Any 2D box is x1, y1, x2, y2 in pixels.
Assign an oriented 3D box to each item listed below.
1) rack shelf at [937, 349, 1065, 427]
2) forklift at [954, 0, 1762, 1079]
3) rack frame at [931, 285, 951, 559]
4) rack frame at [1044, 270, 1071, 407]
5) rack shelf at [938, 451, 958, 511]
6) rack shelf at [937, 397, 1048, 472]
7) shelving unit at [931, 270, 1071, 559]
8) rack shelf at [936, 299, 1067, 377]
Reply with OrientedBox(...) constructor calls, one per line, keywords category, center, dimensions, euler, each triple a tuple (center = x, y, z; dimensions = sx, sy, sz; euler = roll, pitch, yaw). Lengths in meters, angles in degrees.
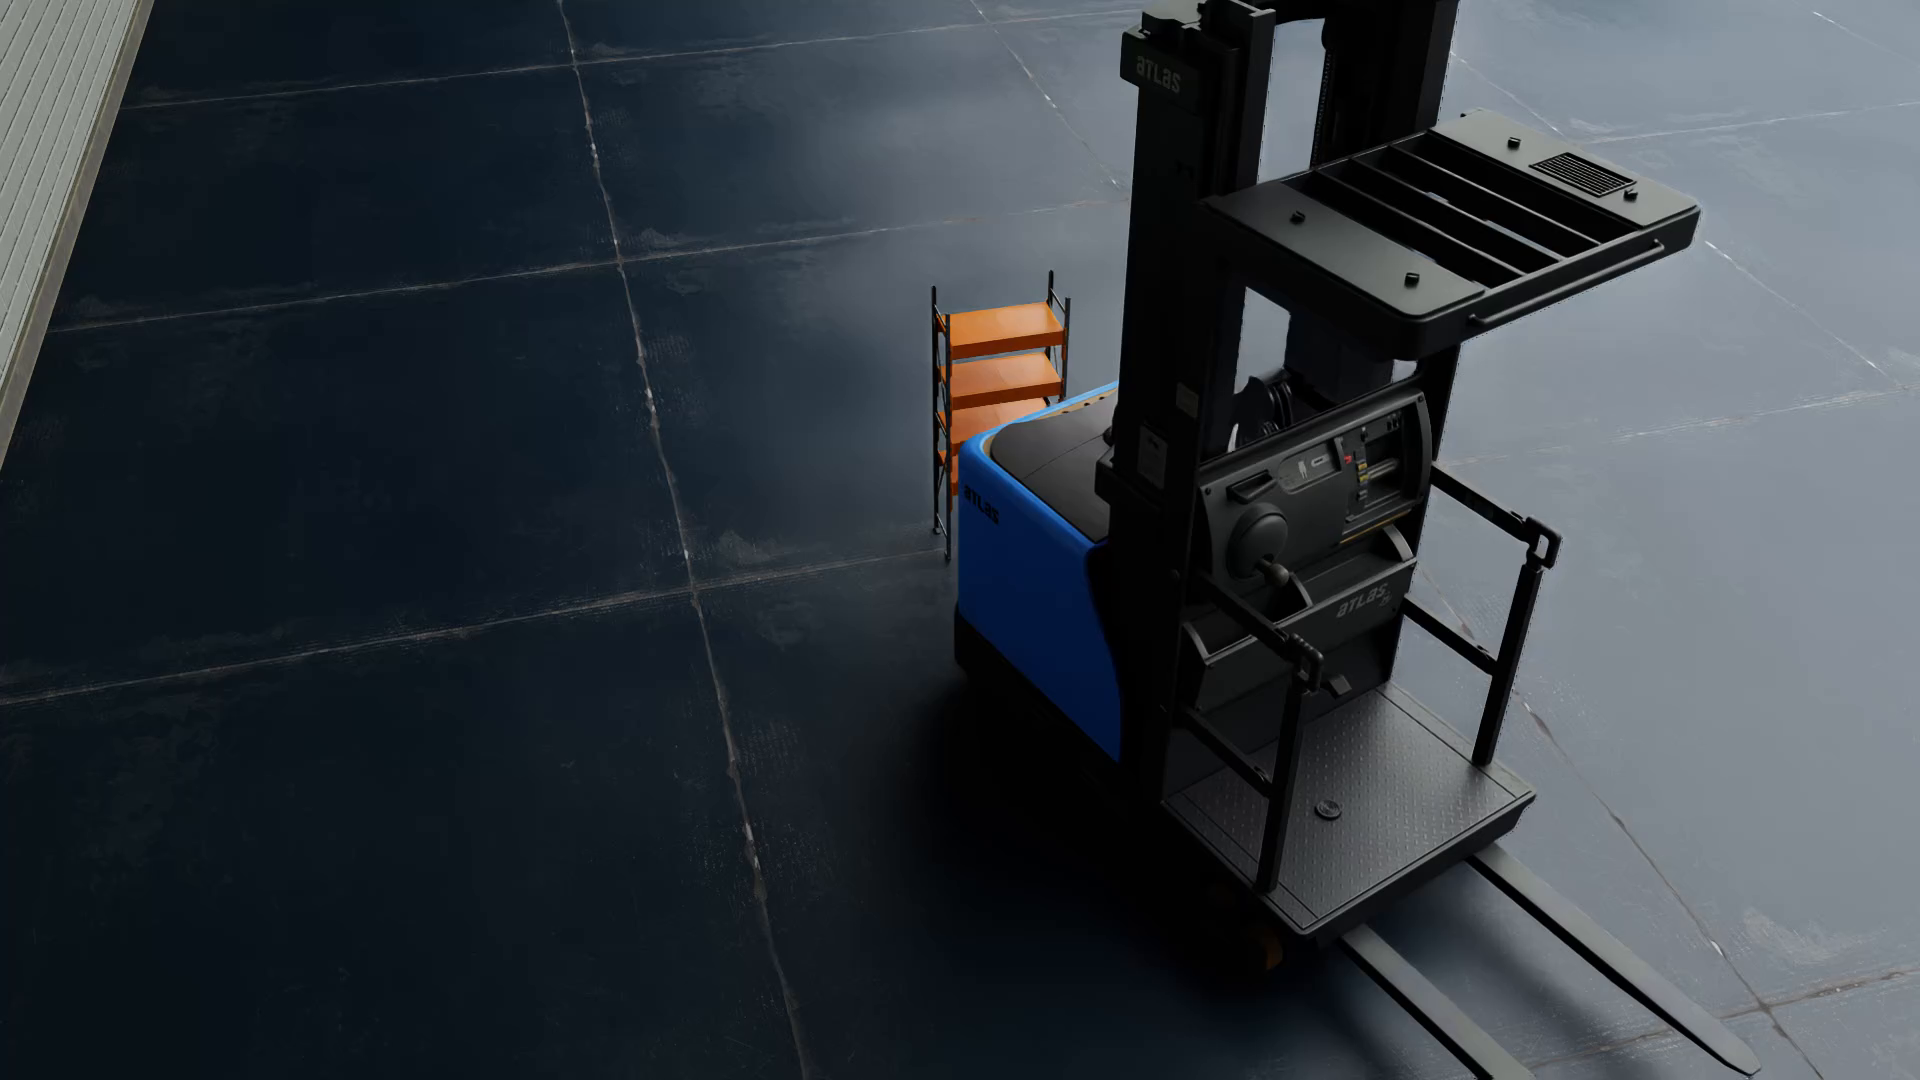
OrientedBox(category="rack shelf", center=(0.160, -0.627, 6.825), dimensions=(0.480, 0.148, 0.258), euler=(-9, 38, -12))
OrientedBox(category="forklift", center=(1.222, -0.092, 4.957), dimensions=(1.130, 2.935, 3.031), euler=(-23, 43, -27))
OrientedBox(category="rack frame", center=(-0.076, -0.464, 6.869), dimensions=(0.015, 1.200, 0.240), euler=(-9, 38, -12))
OrientedBox(category="rack frame", center=(0.395, -0.541, 6.970), dimensions=(0.015, 1.200, 0.240), euler=(-9, 38, -12))
OrientedBox(category="rack shelf", center=(0.160, -0.292, 7.081), dimensions=(0.480, 0.148, 0.258), euler=(-9, 38, -12))
OrientedBox(category="rack shelf", center=(0.160, -0.449, 6.961), dimensions=(0.480, 0.148, 0.258), euler=(-9, 38, -12))
OrientedBox(category="shelving unit", center=(0.160, -0.503, 6.920), dimensions=(0.503, 1.200, 0.258), euler=(-9, 38, -12))
OrientedBox(category="rack shelf", center=(0.160, -0.815, 6.681), dimensions=(0.480, 0.148, 0.258), euler=(-9, 38, -12))
